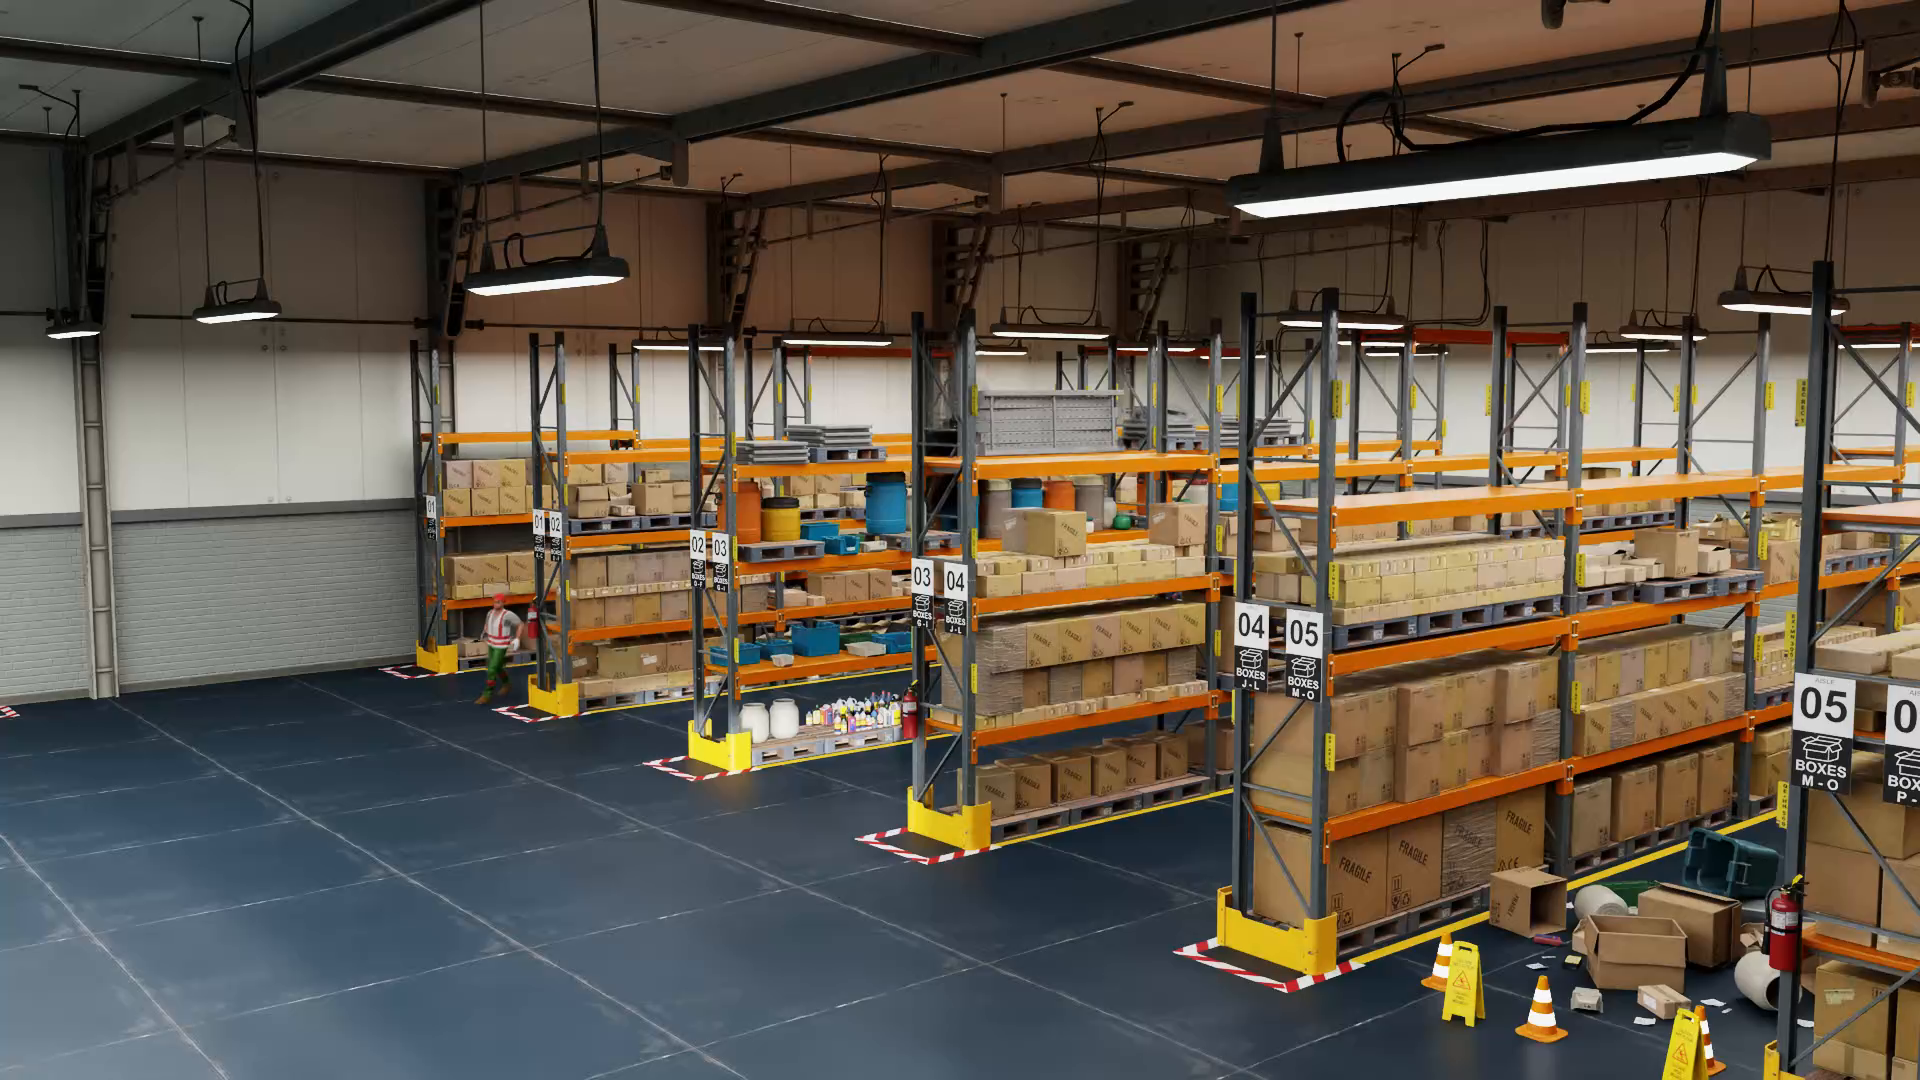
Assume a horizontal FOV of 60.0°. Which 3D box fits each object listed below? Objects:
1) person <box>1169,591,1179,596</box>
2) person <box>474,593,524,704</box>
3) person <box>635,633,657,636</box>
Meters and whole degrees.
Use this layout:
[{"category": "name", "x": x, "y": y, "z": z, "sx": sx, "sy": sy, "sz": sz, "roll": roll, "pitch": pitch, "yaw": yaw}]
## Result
[{"category": "person", "x": 4.202, "y": 1.342, "z": 32.426, "sx": 0.558, "sy": 1.715, "sz": 0.722, "roll": 4, "pitch": 7, "yaw": 37}, {"category": "person", "x": -7.517, "y": 1.744, "z": 27.177, "sx": 0.715, "sy": 1.782, "sz": 0.925, "roll": 3, "pitch": 6, "yaw": 31}, {"category": "person", "x": -5.579, "y": 1.635, "z": 29.587, "sx": 0.607, "sy": 1.593, "sz": 0.499, "roll": 4, "pitch": 7, "yaw": 38}]
